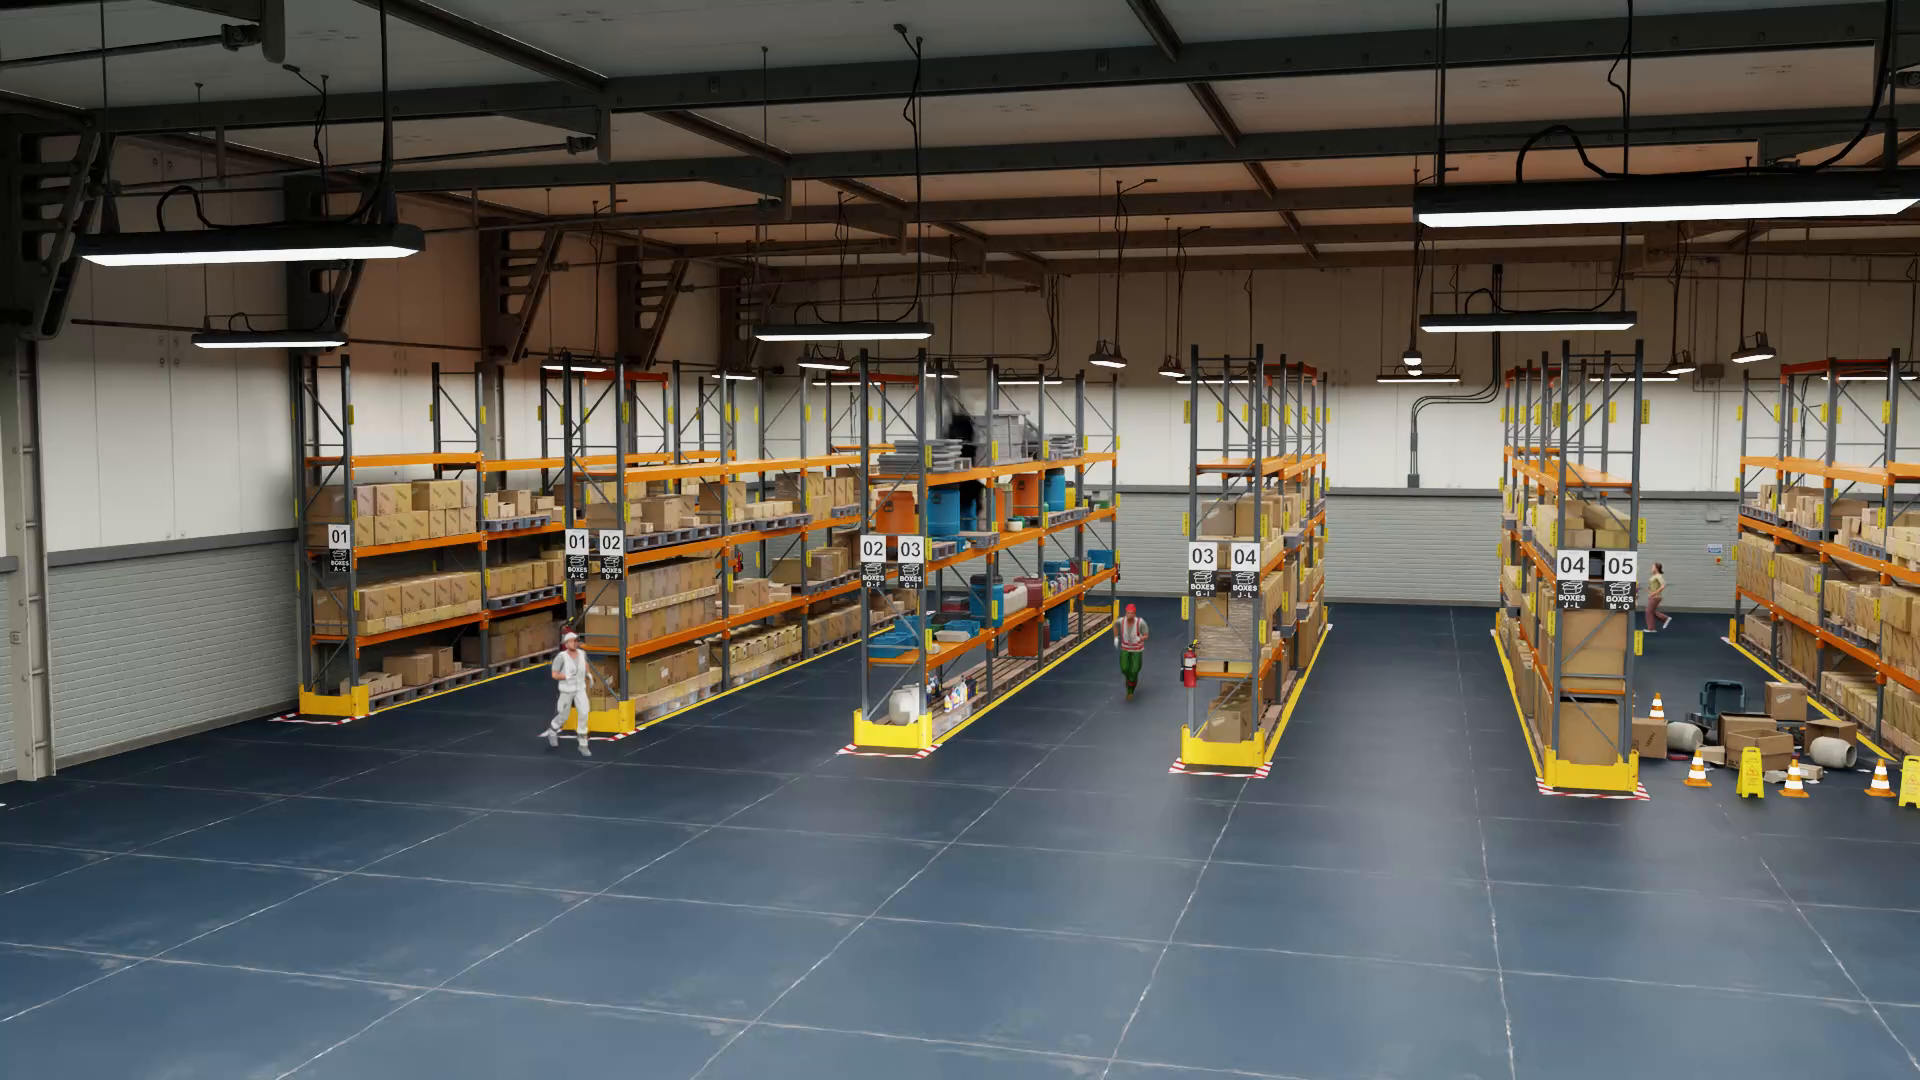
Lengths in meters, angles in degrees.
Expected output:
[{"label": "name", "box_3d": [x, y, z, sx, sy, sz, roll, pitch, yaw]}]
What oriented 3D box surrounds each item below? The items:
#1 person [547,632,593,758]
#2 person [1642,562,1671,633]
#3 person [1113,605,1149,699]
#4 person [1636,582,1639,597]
[{"label": "person", "box_3d": [-5.760, 2.258, 24.626, 0.672, 1.813, 0.983, -3, 5, -37]}, {"label": "person", "box_3d": [16.028, 1.326, 38.168, 0.618, 1.626, 0.573, 1, 4, 14]}, {"label": "person", "box_3d": [2.989, 1.967, 29.211, 0.649, 1.703, 0.719, 1, 4, 11]}, {"label": "person", "box_3d": [14.444, 1.416, 36.257, 0.723, 1.716, 0.751, -1, 4, -7]}]
